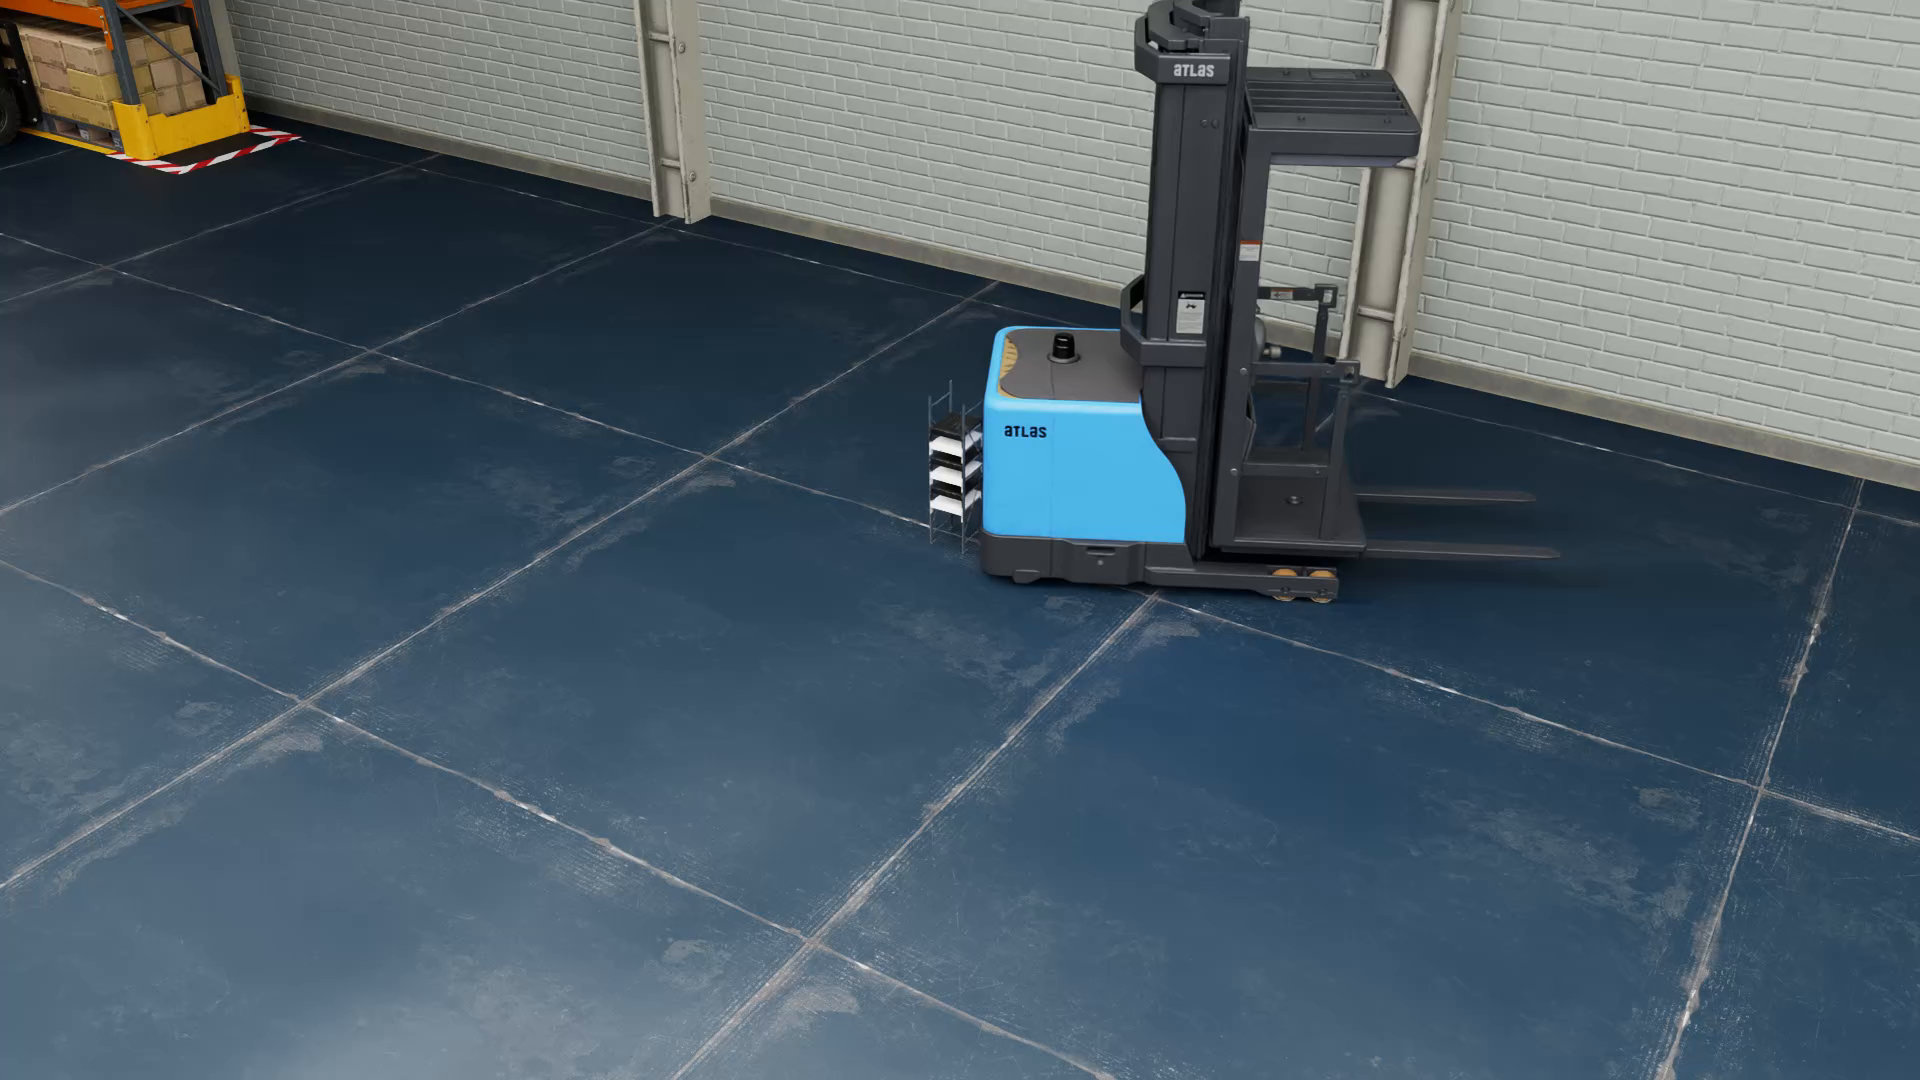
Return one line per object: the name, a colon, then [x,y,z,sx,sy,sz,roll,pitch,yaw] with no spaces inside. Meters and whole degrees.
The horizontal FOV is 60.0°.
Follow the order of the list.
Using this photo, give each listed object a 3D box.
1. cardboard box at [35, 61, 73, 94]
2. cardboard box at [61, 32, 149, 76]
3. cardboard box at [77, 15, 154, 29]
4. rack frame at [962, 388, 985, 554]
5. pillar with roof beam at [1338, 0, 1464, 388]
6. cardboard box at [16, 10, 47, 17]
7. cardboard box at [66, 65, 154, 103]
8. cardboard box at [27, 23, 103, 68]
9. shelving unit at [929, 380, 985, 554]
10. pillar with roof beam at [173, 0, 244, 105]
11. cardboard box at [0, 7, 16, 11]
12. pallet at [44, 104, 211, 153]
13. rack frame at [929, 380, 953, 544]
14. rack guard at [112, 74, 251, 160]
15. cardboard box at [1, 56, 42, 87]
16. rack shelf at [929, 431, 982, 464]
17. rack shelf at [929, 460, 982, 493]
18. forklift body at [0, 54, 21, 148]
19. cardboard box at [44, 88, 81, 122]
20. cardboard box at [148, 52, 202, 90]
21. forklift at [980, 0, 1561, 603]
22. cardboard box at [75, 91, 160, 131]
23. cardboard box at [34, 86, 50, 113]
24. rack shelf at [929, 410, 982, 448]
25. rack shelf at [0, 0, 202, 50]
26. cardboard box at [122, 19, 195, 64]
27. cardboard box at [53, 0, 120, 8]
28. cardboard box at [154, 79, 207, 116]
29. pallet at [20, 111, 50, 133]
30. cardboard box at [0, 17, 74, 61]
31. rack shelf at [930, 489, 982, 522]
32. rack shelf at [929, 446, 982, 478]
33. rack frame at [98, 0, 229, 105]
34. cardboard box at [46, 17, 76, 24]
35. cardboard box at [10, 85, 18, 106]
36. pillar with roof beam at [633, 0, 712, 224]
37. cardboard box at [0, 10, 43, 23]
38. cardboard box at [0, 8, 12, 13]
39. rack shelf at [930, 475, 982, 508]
cardboard box: [-8.283,-4.401,15.633,0.500,0.250,0.500,17,34,27]
cardboard box: [-7.842,-4.471,15.257,0.500,0.250,0.500,19,35,29]
cardboard box: [-8.018,-4.823,15.860,0.500,0.250,0.500,18,35,27]
rack frame: [0.073,-0.366,8.984,0.006,0.900,0.240,16,34,25]
pillar with roof beam: [0.479,-3.166,5.746,0.400,9.000,9.100,18,35,27]
cardboard box: [-8.866,-5.101,16.337,0.500,0.250,0.500,17,34,26]
cardboard box: [-7.864,-4.262,15.394,0.500,0.250,0.500,17,34,27]
cardboard box: [-8.277,-4.605,15.487,0.500,0.250,0.500,18,35,28]
shelving unit: [-0.015,-0.392,9.027,0.210,0.900,0.258,16,34,25]
pillar with roof beam: [-9.685,-6.380,11.256,0.400,9.000,9.100,18,35,27]
cardboard box: [-9.296,-5.233,16.562,0.500,0.250,0.500,18,35,28]
pallet: [-7.956,-4.038,15.962,1.213,0.211,1.003,18,35,27]
rack frame: [-0.104,-0.417,9.071,0.006,0.900,0.240,16,34,25]
rack guard: [-7.266,-3.969,15.557,0.348,0.500,1.175,18,35,27]
cardboard box: [-8.732,-4.530,15.854,0.500,0.250,0.500,17,34,26]
rack shelf: [-0.015,-0.518,8.953,0.200,0.077,0.258,16,34,25]
rack shelf: [-0.015,-0.363,9.044,0.200,0.077,0.258,16,34,25]
forklift body: [-9.862,-4.418,14.688,1.214,2.155,2.313,18,35,27]
cardboard box: [-8.268,-4.177,15.745,0.500,0.250,0.500,18,35,27]
cardboard box: [-7.574,-4.479,15.767,0.500,0.250,0.500,18,35,28]
forklift: [1.653,-1.219,8.431,3.031,2.935,1.130,2,30,4]
cardboard box: [-7.852,-4.040,15.510,0.500,0.250,0.500,18,35,28]
cardboard box: [-8.687,-4.315,15.982,0.500,0.250,0.500,18,35,28]
rack shelf: [-0.015,-0.596,8.908,0.200,0.077,0.258,16,34,25]
rack shelf: [-8.980,-5.280,16.038,4.000,0.370,1.077,18,35,27]
cardboard box: [-7.592,-4.690,15.633,0.500,0.250,0.500,17,34,27]
cardboard box: [-7.842,-5.118,14.947,0.500,0.500,0.500,17,34,26]
cardboard box: [-7.598,-4.264,15.894,0.500,0.250,0.500,18,35,28]
pallet: [-8.985,-4.365,16.523,1.213,0.211,1.003,18,35,27]
cardboard box: [-8.710,-4.736,15.712,0.500,0.250,0.500,18,35,28]
rack shelf: [-0.015,-0.207,9.135,0.200,0.077,0.258,16,34,25]
rack shelf: [-0.015,-0.440,8.999,0.200,0.077,0.258,16,34,25]
rack frame: [-7.286,-5.055,14.939,0.127,3.000,1.000,18,35,27]
cardboard box: [-8.435,-4.961,16.097,0.500,0.250,0.500,17,34,27]
cardboard box: [-9.139,-4.445,16.204,0.500,0.250,0.500,19,35,29]
pillar with roof beam: [-4.603,-4.773,8.501,0.400,9.000,9.100,18,35,27]
cardboard box: [-9.135,-4.875,15.950,0.500,0.250,0.500,17,34,26]
cardboard box: [-9.576,-5.019,16.196,0.500,0.250,0.500,19,35,29]
rack shelf: [-0.015,-0.285,9.090,0.200,0.077,0.258,16,34,25]
